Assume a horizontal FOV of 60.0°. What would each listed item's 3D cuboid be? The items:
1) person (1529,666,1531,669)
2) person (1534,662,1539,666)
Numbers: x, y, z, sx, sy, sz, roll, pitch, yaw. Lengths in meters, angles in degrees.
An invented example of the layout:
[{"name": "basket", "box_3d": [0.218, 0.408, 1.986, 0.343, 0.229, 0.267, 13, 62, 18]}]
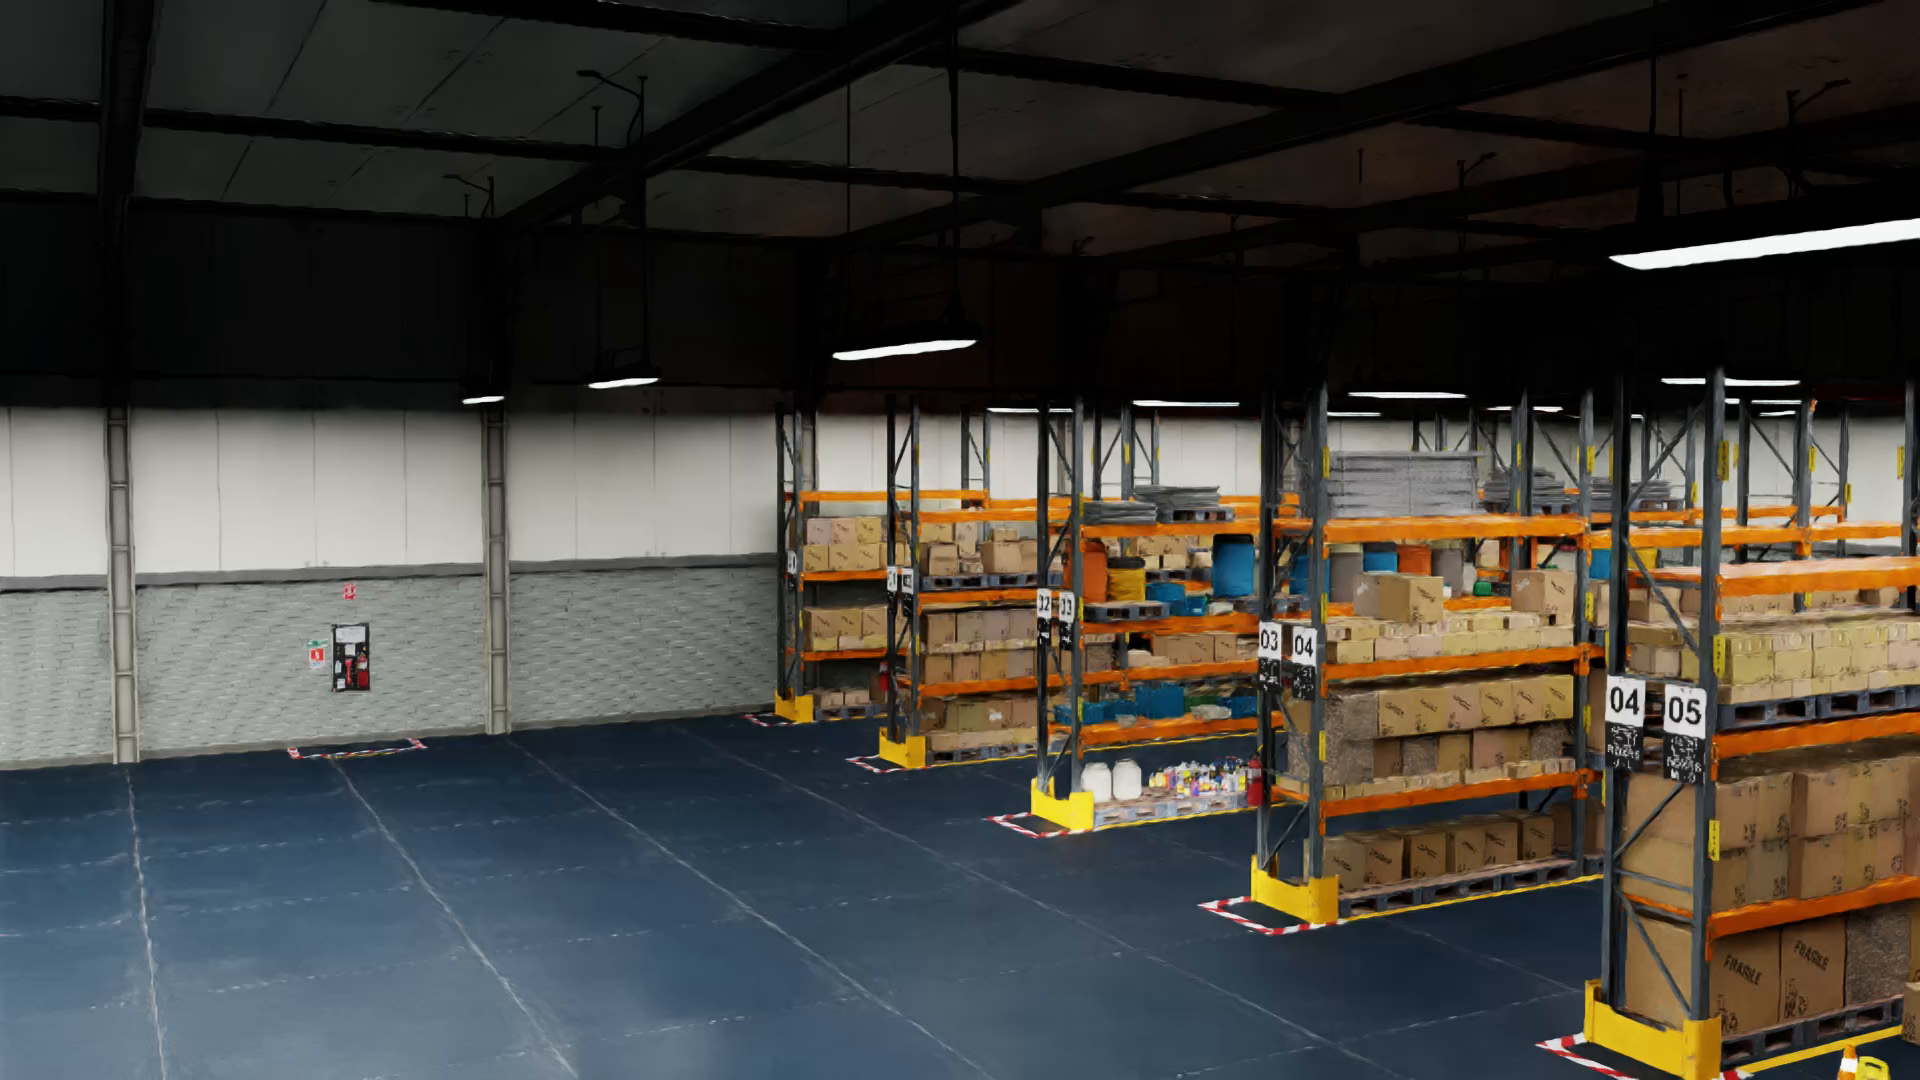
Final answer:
[{"name": "person", "box_3d": [9.947, 2.753, 29.135, 0.519, 1.541, 0.566, -2, 4, -30]}, {"name": "person", "box_3d": [12.204, 2.322, 35.865, 1.089, 1.590, 0.488, -2, 4, -30]}]
